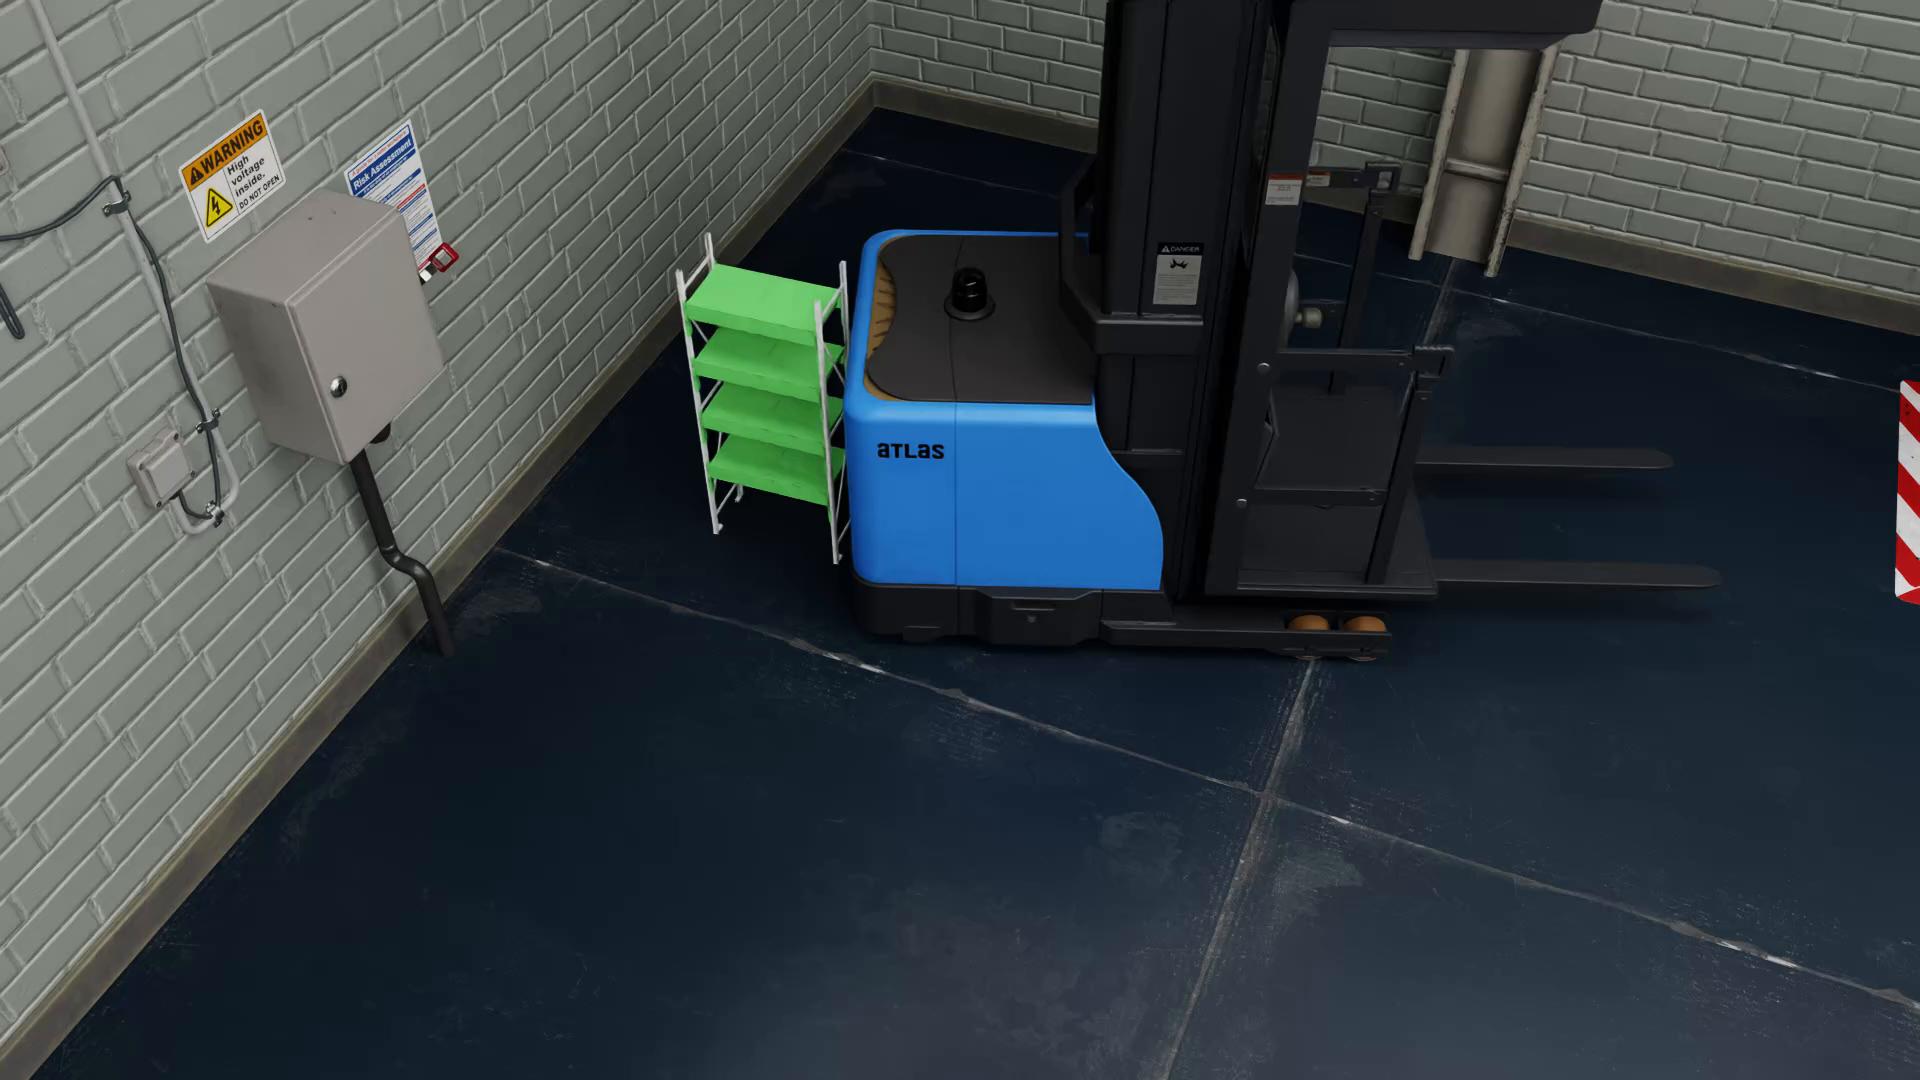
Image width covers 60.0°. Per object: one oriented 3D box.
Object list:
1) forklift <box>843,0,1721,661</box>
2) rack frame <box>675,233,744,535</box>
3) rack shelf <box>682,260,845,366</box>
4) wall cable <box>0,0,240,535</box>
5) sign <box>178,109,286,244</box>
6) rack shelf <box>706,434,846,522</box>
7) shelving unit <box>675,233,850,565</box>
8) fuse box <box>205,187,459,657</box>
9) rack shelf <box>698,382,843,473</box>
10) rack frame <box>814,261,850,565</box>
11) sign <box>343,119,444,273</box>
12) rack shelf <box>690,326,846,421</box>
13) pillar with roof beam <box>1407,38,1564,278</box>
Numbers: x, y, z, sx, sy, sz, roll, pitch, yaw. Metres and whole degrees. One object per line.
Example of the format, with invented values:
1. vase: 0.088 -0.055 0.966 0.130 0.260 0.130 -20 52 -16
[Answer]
1. forklift: 1.146 -0.999 5.176 3.031 2.935 1.130 1 45 1
2. rack frame: -0.883 -0.526 5.928 0.015 1.200 0.240 14 46 13
3. rack shelf: -0.652 -0.764 5.578 0.480 0.148 0.258 14 46 13
4. wall cable: -2.176 -0.640 4.046 0.122 1.984 0.588 16 47 16
5. sign: -1.980 -0.994 4.537 0.001 0.242 0.339 16 47 16
6. rack shelf: -0.652 -0.254 6.086 0.480 0.148 0.258 14 46 13
7. shelving unit: -0.652 -0.469 5.871 0.503 1.200 0.258 14 46 13
8. fuse box: -1.768 -0.224 5.262 0.414 1.711 0.539 16 47 16
9. rack shelf: -0.652 -0.424 5.916 0.480 0.148 0.258 14 46 13
10. rack frame: -0.422 -0.413 5.814 0.015 1.200 0.240 14 46 13
11. sign: -1.769 -1.025 5.221 0.001 0.494 0.329 16 47 16
12. rack shelf: -0.652 -0.594 5.747 0.480 0.148 0.258 14 46 13
13. pillar with roof beam: 0.611 -1.712 1.591 0.400 9.000 9.100 16 47 16
